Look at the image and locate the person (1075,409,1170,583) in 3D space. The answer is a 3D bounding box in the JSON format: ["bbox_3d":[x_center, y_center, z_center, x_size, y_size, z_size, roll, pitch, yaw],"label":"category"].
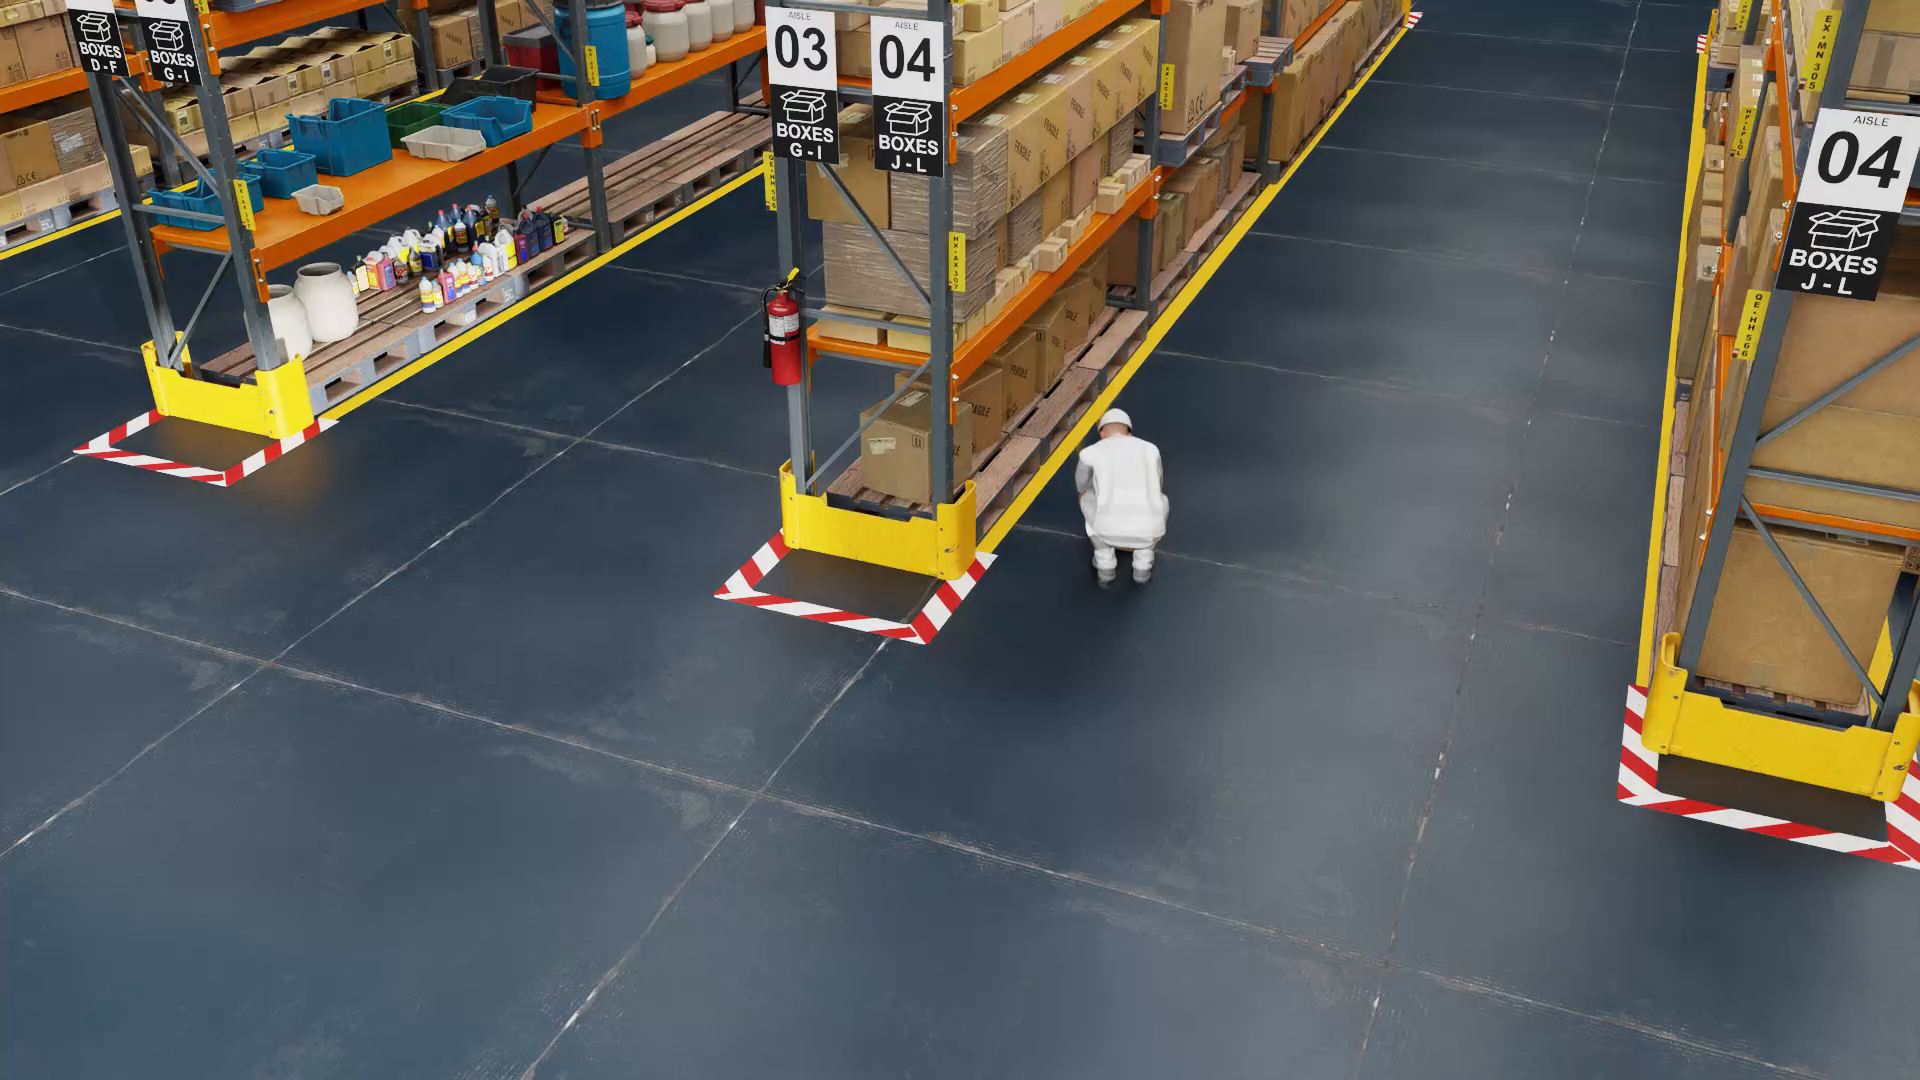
[{"bbox_3d":[0.953,-0.216,9.768,0.556,0.890,0.891,2,29,3],"label":"person"}]
